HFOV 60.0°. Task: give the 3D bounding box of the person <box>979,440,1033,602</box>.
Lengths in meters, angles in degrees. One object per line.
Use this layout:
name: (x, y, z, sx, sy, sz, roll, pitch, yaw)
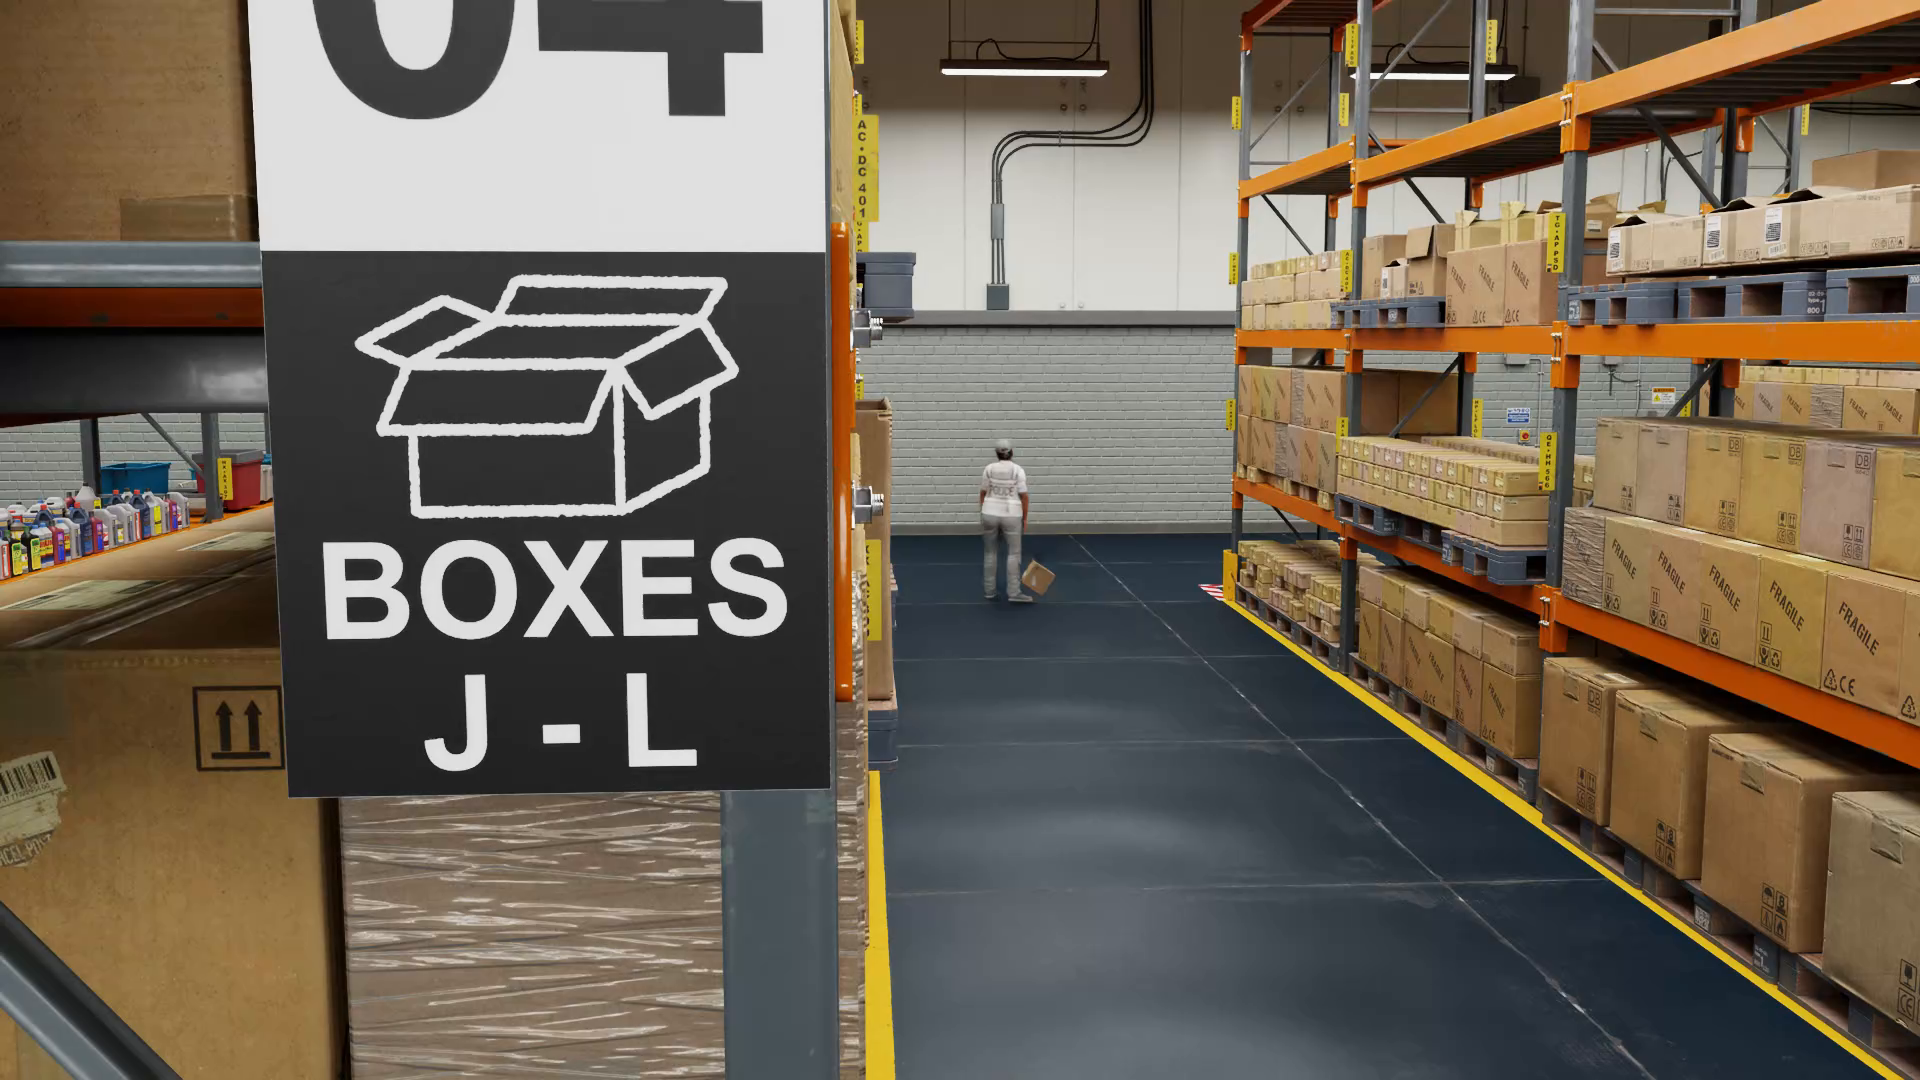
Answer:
person: (0.469, -0.203, 17.219, 0.578, 1.673, 0.445, 2, 7, 17)
